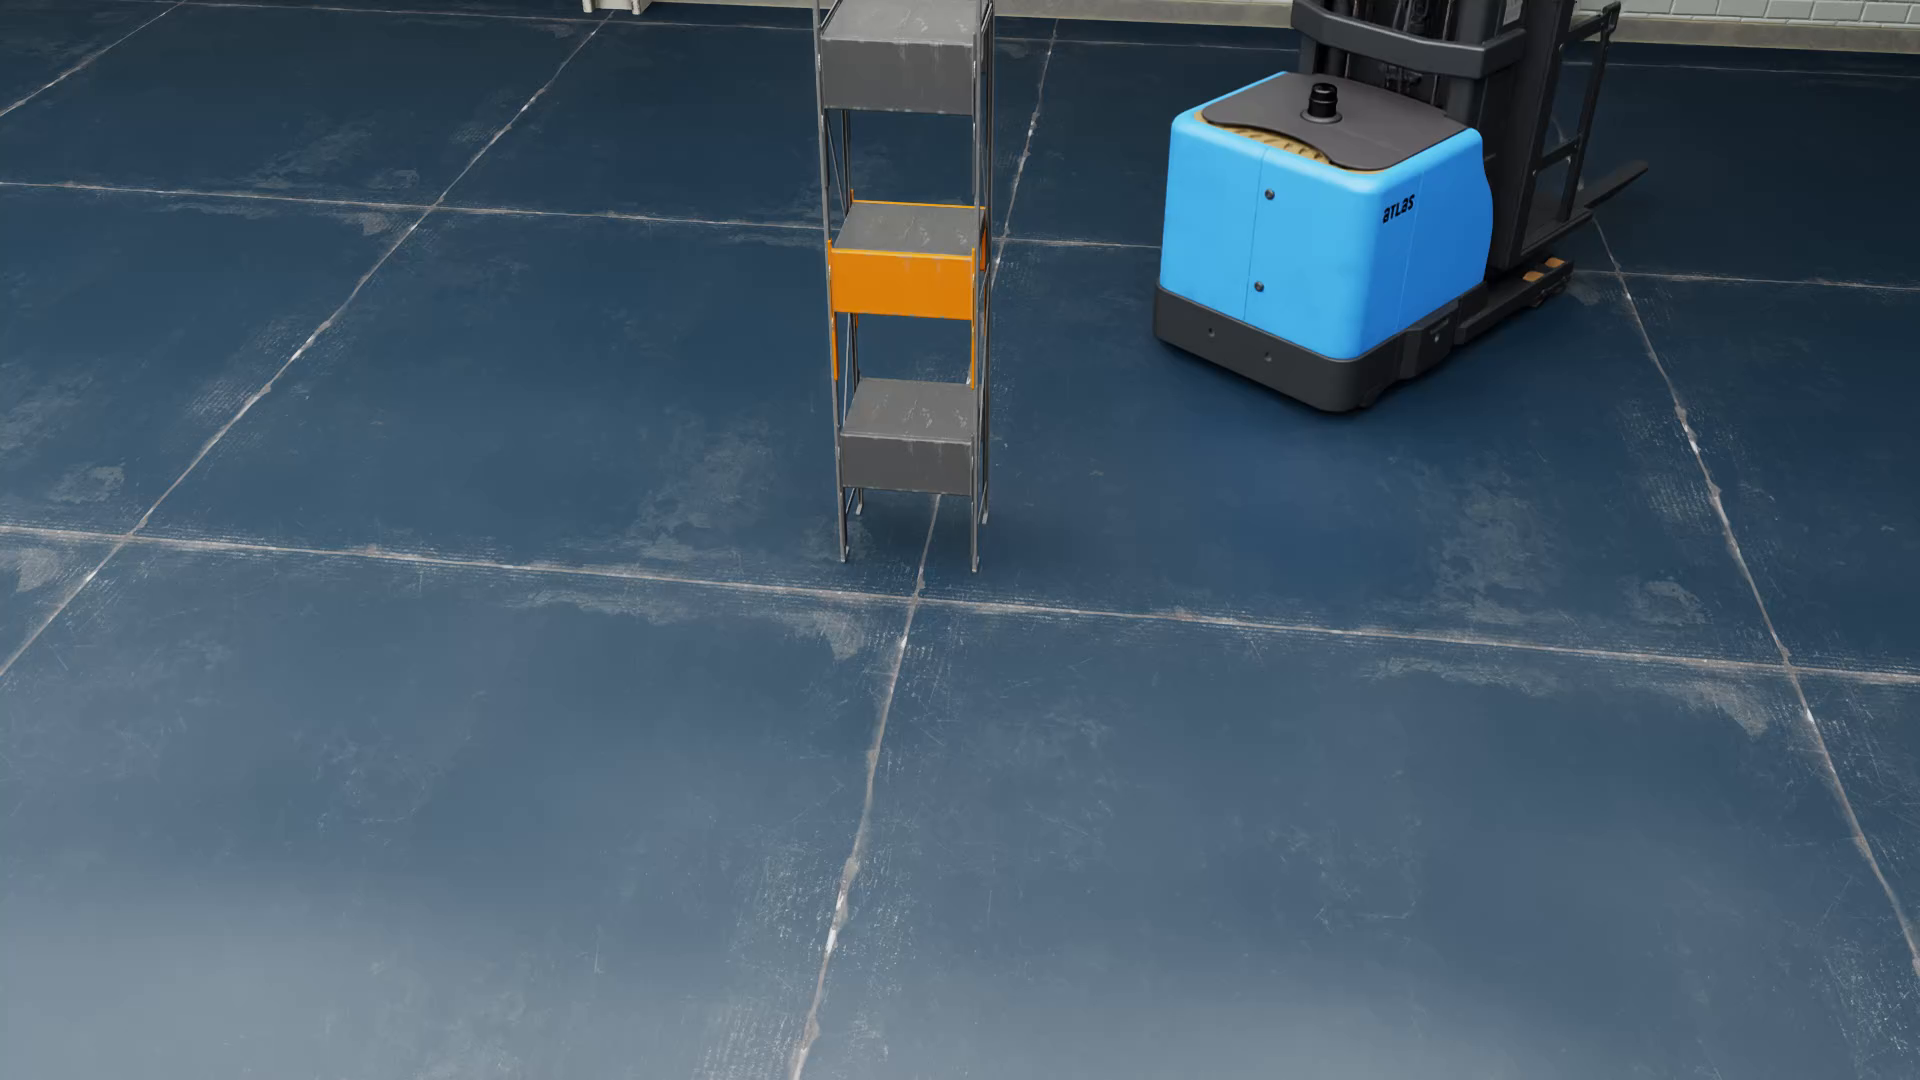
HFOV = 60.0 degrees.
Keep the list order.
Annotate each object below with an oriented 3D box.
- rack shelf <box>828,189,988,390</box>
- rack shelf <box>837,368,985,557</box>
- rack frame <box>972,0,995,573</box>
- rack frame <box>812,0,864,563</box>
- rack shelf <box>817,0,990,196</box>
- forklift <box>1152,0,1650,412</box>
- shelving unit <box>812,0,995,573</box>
[{"bbox_3d":[-0.164,-0.856,5.665,0.480,0.518,0.431,4,36,6],"label":"rack shelf"},{"bbox_3d":[-0.164,-0.286,6.072,0.480,0.518,0.431,4,36,6],"label":"rack shelf"},{"bbox_3d":[0.078,-0.849,5.632,0.015,2.100,0.400,4,36,6],"label":"rack frame"},{"bbox_3d":[-0.406,-0.885,5.683,0.015,2.100,0.400,4,36,6],"label":"rack frame"},{"bbox_3d":[-0.164,-1.426,5.258,0.480,0.518,0.431,4,36,6],"label":"rack shelf"},{"bbox_3d":[2.259,-2.473,7.192,3.031,2.935,1.130,-30,45,-35],"label":"forklift"},{"bbox_3d":[-0.164,-0.867,5.657,0.503,2.100,0.431,4,36,6],"label":"shelving unit"}]
